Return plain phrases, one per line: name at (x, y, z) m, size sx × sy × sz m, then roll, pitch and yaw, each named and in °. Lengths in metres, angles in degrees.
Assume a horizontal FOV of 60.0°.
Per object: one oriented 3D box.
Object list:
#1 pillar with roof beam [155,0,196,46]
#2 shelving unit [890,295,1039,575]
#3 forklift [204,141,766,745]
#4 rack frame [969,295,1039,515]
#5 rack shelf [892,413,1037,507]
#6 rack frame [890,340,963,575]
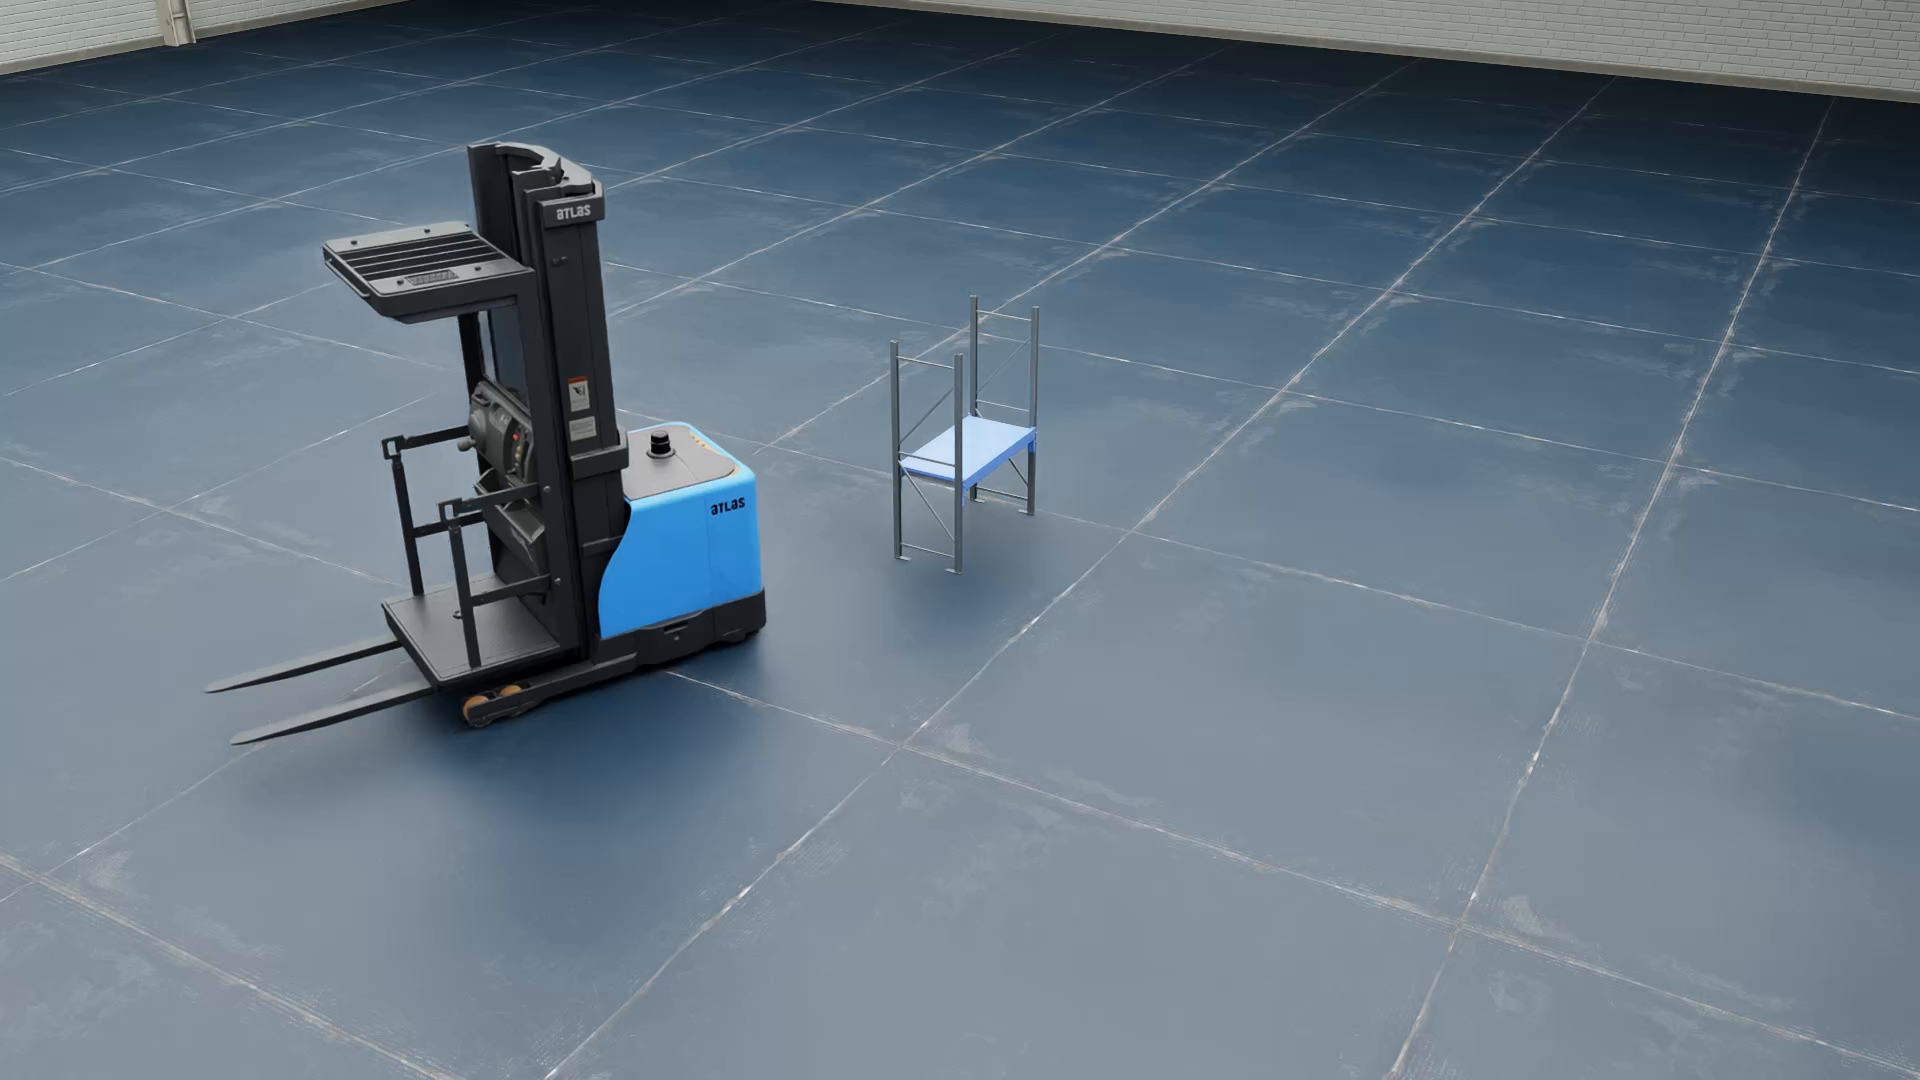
pillar with roof beam at (-9.226, -11.334, 23.759) m, size 9.100 × 9.000 × 0.400 m, roll 14°, pitch 30°, yaw 26°
shelving unit at (0.042, -0.704, 10.901) m, size 0.538 × 1.500 × 1.048 m, roll 14°, pitch 30°, yaw 26°
forklift at (-2.677, -0.556, 9.006) m, size 3.031 × 2.935 × 1.130 m, roll -17°, pitch 31°, yaw -30°
rack frame at (0.292, -0.902, 11.296) m, size 0.500 × 1.500 × 0.032 m, roll 14°, pitch 30°, yaw 26°
rack shelf at (0.042, -0.543, 10.981) m, size 0.538 × 0.185 × 1.000 m, roll 14°, pitch 30°, yaw 26°
rack frame at (-0.208, -0.506, 10.505) m, size 0.500 × 1.500 × 0.032 m, roll 14°, pitch 30°, yaw 26°
